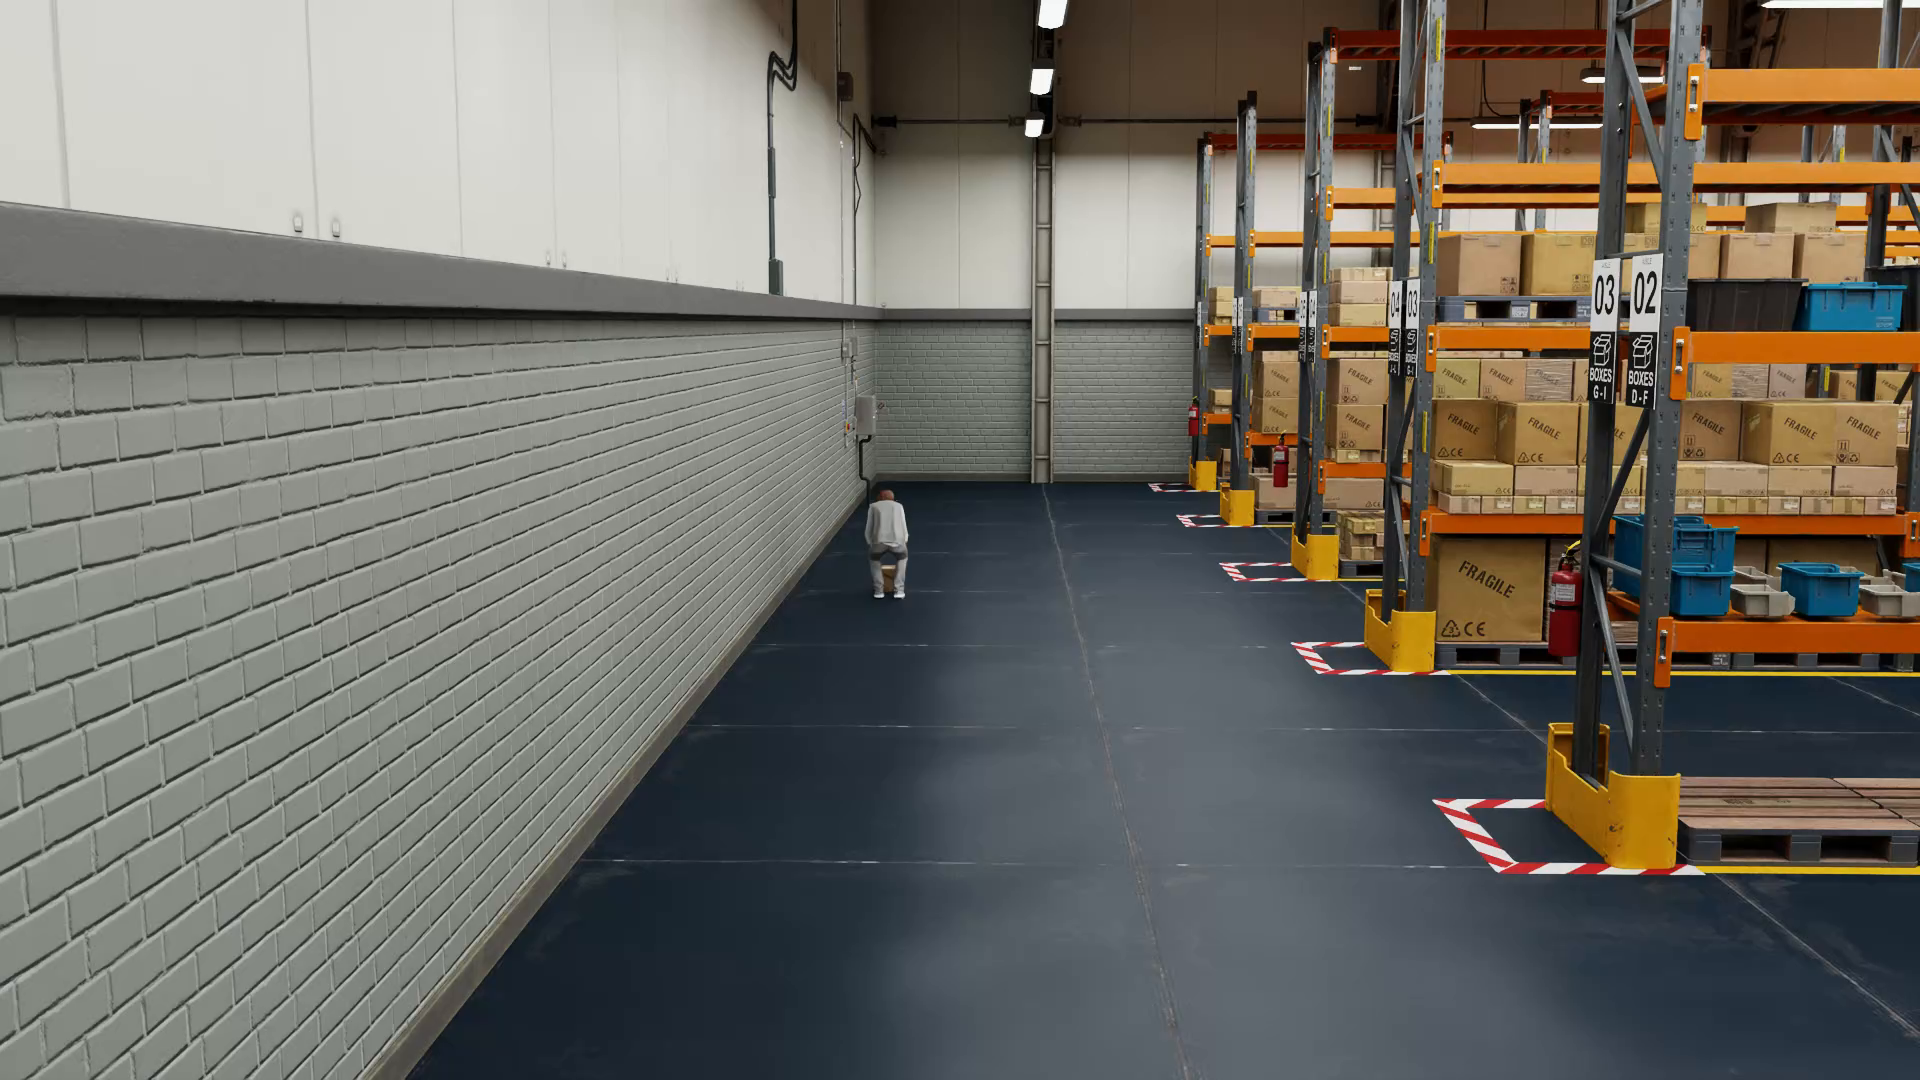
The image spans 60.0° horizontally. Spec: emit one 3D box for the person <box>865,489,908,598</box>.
[{"bbox_3d":[-0.774,0.055,17.381,0.460,1.088,0.745,0,7,1],"label":"person"}]
